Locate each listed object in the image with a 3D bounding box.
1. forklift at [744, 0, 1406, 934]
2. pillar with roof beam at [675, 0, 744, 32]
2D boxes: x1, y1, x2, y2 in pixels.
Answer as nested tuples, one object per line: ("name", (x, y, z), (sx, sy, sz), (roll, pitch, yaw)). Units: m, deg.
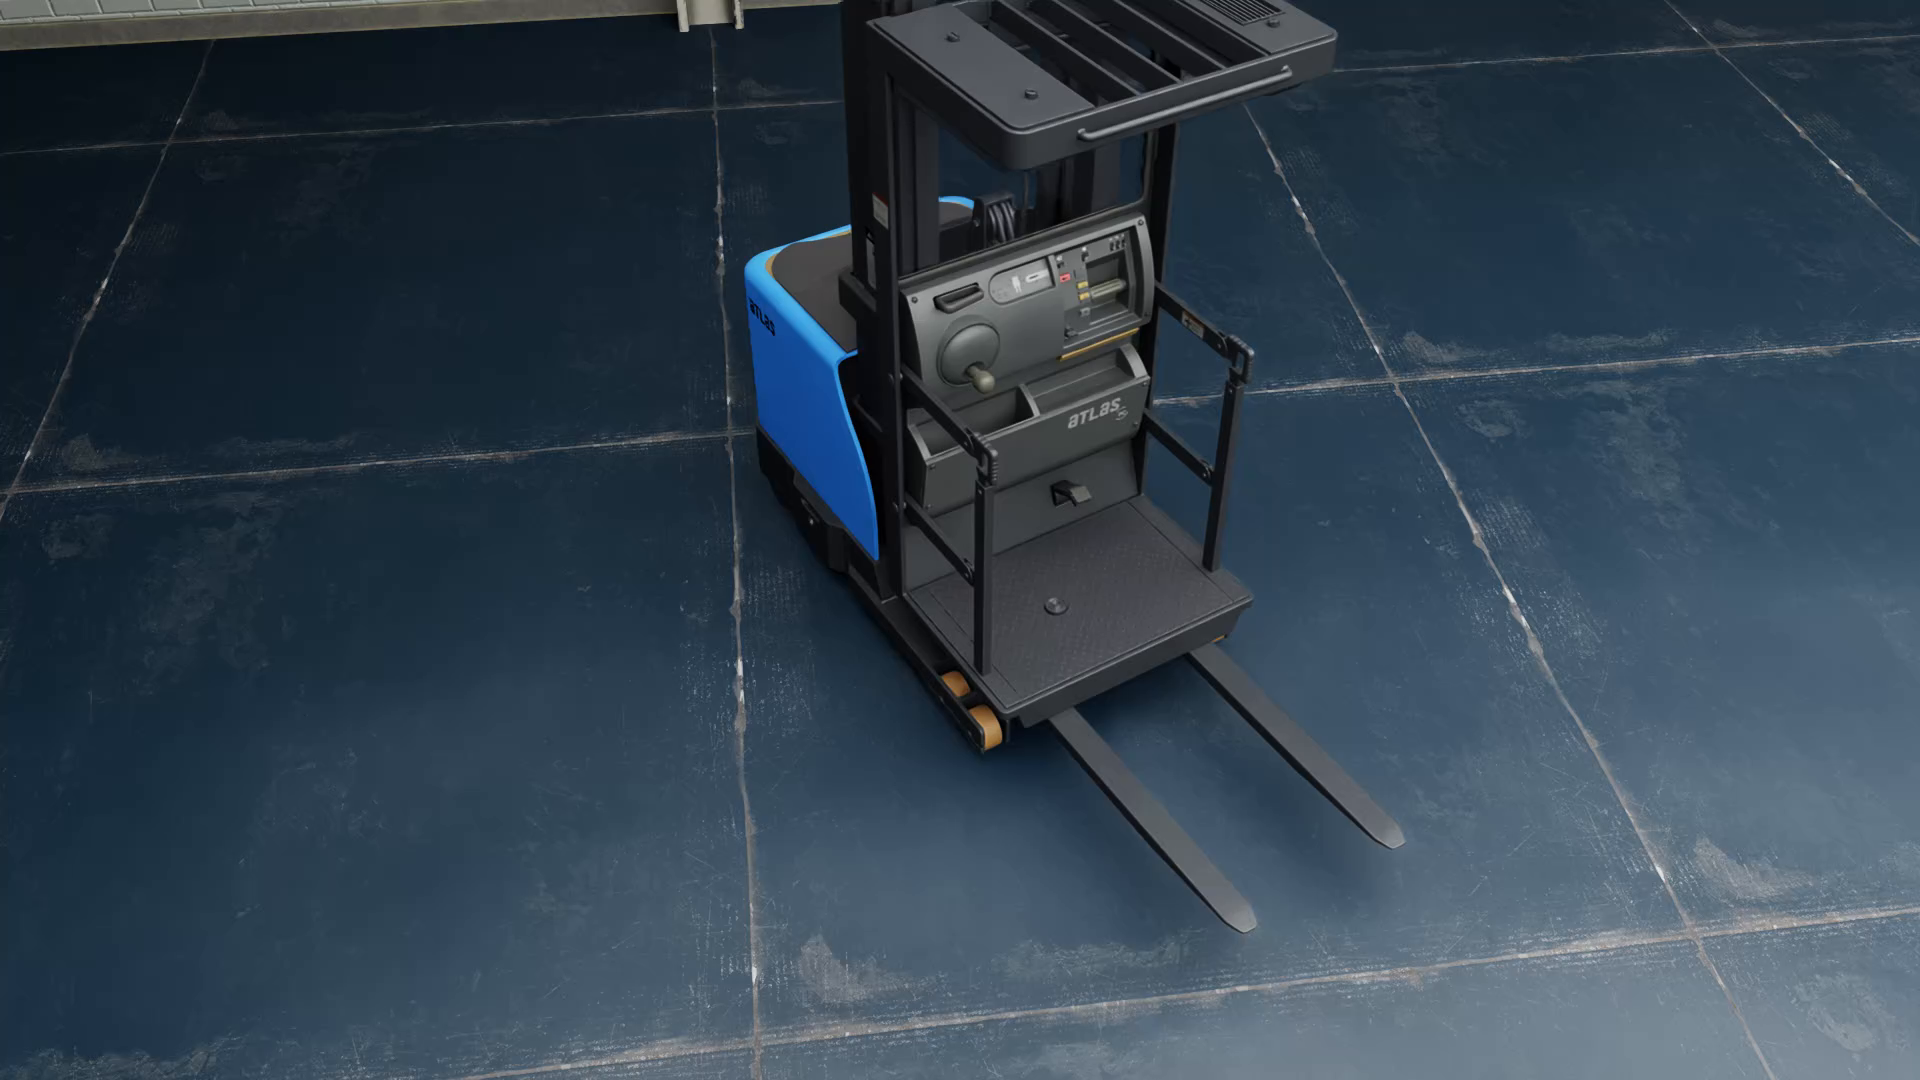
("forklift", (0.357, -0.699, 5.337), (1.130, 2.935, 3.031), (-22, 47, -23))
("pillar with roof beam", (-0.988, -3.721, 4.157), (0.400, 9.000, 9.100), (-5, 42, -6))
